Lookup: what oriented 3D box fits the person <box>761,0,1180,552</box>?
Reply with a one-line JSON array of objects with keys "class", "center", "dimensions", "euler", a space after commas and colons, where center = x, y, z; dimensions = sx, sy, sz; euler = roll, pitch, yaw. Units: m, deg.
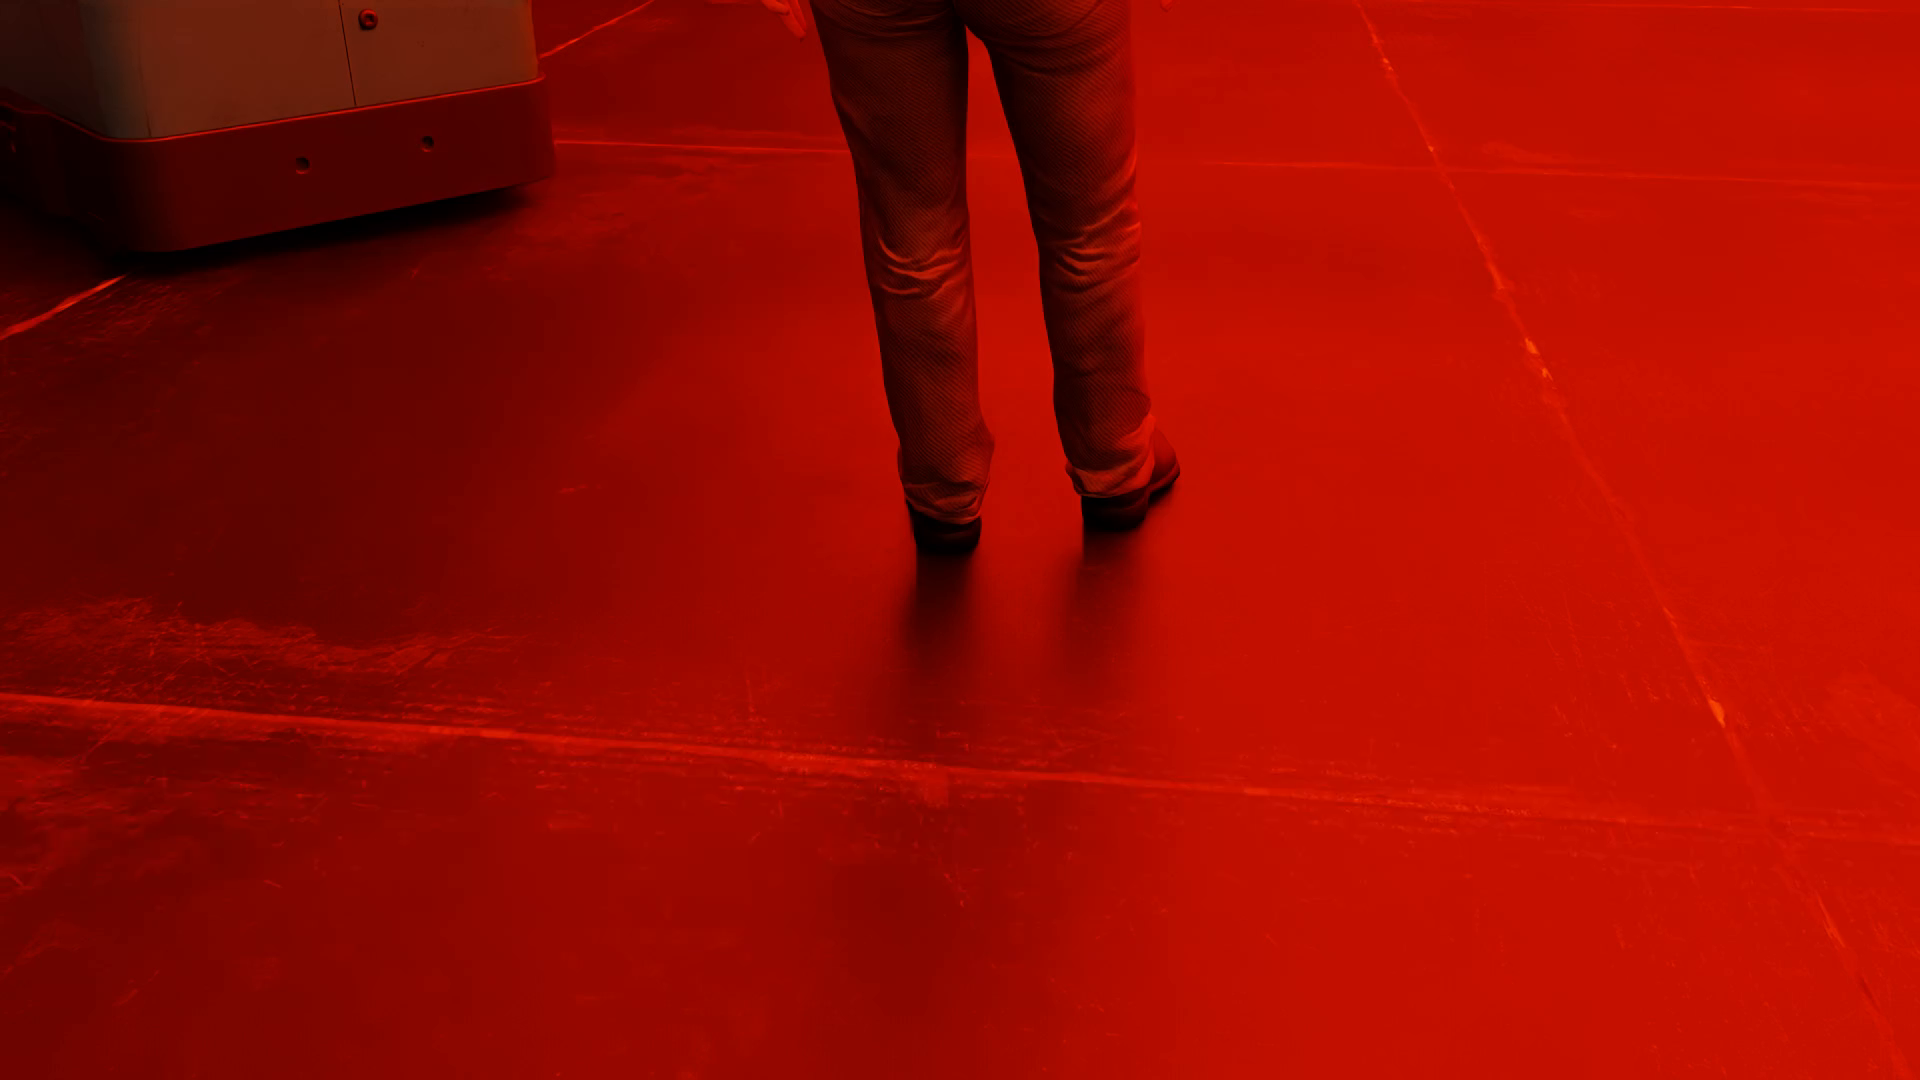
[{"class": "person", "center": [0.016, -0.804, 2.166], "dimensions": [0.632, 1.720, 0.568], "euler": [3, 27, 7]}]

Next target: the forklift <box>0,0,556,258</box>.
[{"class": "forklift", "center": [-2.393, -2.498, 4.224], "dimensions": [1.130, 2.935, 3.031], "euler": [-23, 34, -38]}]
